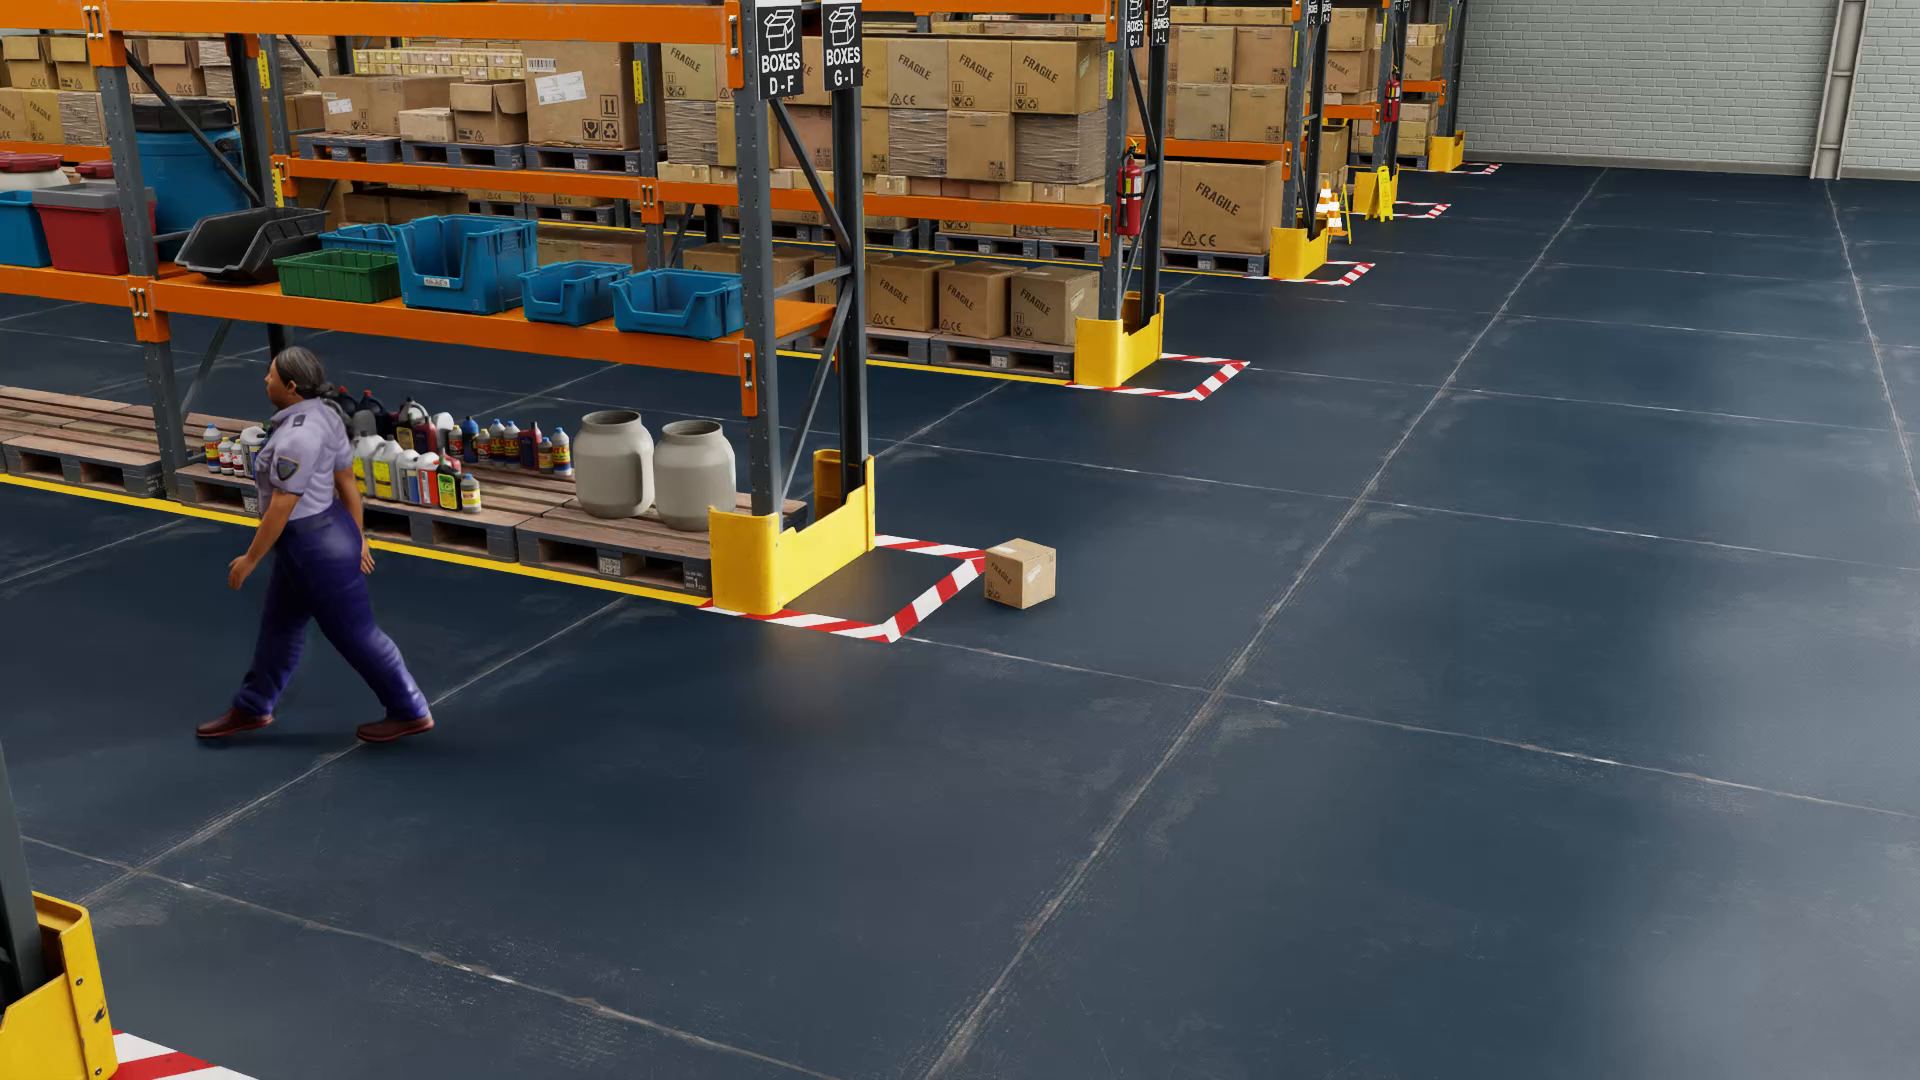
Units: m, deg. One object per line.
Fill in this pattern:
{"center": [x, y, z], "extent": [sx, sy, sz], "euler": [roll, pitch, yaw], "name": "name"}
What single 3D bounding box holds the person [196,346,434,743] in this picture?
{"center": [-2.599, 0.050, 6.429], "extent": [0.929, 1.586, 0.474], "euler": [-4, 20, -12], "name": "person"}
